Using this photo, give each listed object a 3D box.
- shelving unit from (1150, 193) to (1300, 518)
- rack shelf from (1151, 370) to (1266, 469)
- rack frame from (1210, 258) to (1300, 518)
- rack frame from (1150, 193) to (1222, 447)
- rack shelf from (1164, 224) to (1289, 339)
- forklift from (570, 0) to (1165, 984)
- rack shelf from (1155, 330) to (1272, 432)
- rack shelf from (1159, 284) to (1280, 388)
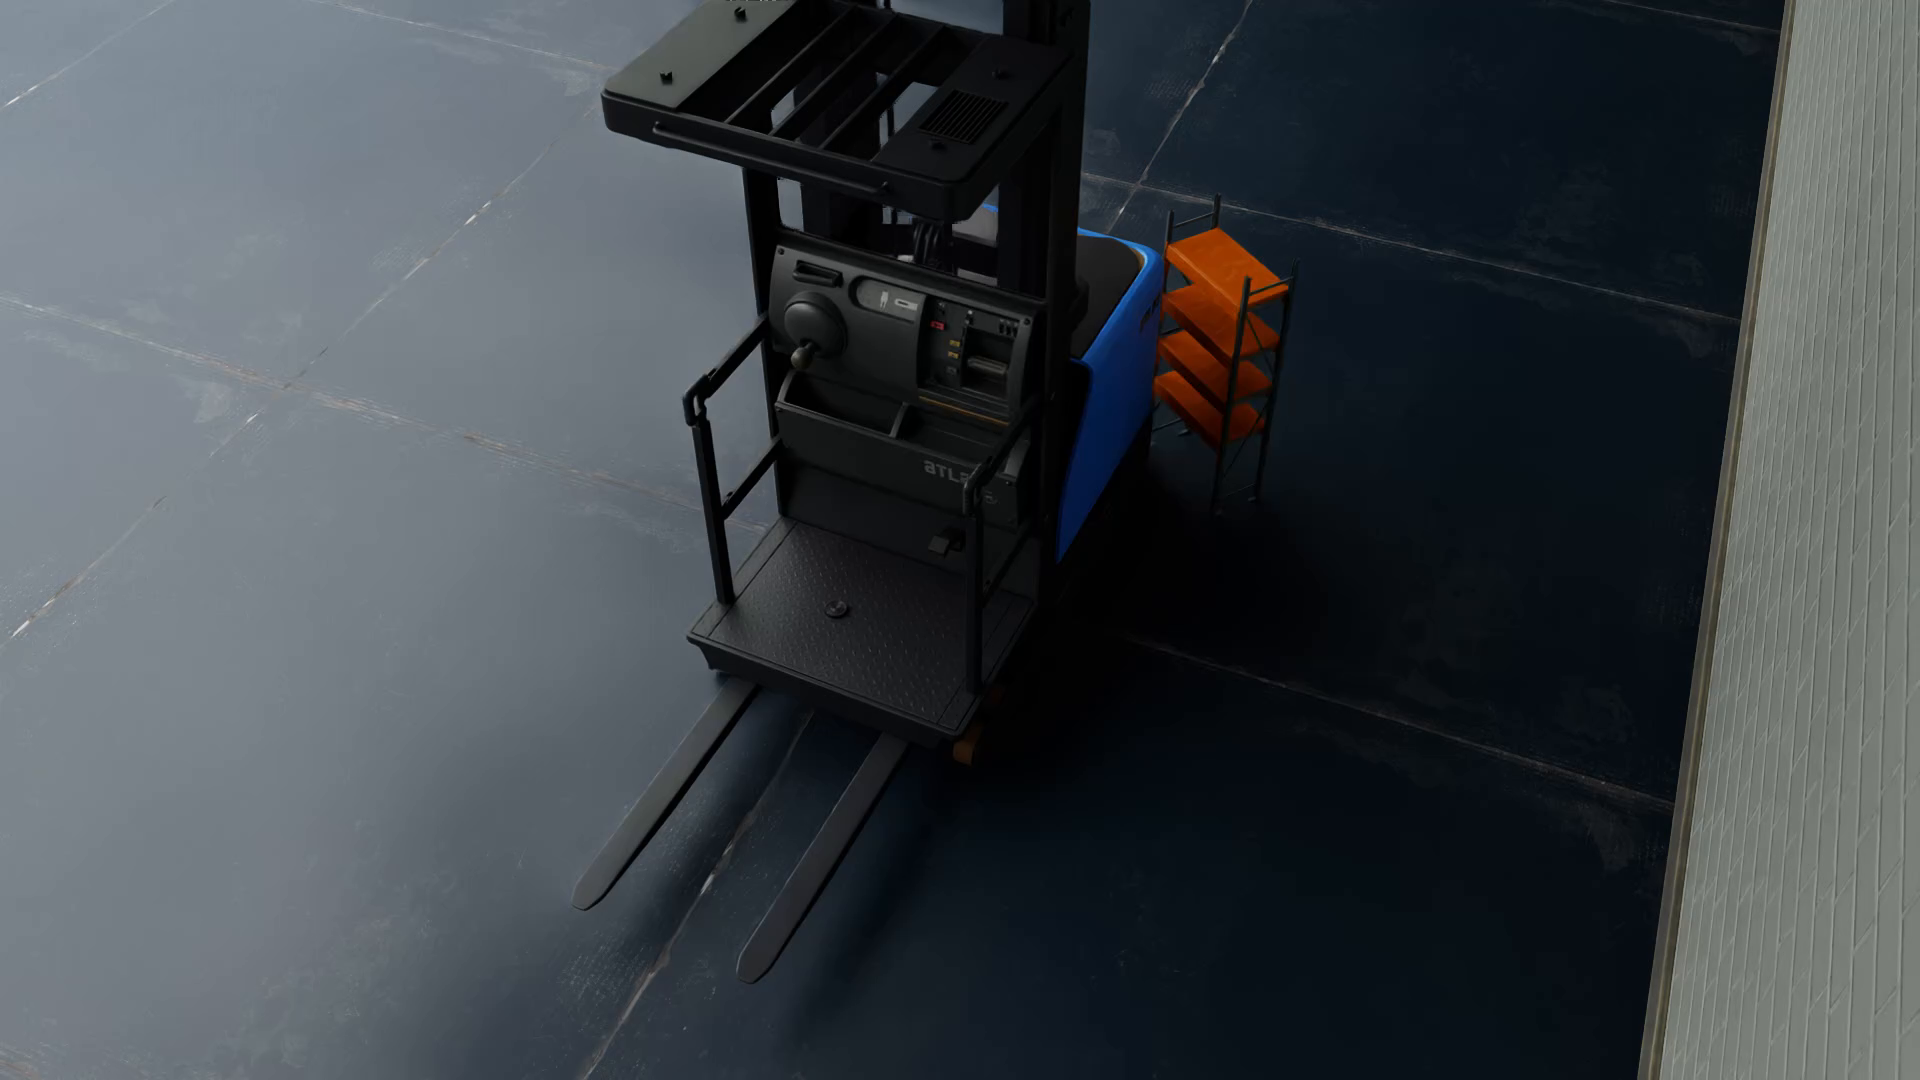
[{"bbox_3d":[1.017,-0.712,6.615,0.258,1.200,0.503,-22,49,-20],"label":"shelving unit"},{"bbox_3d":[1.017,-0.524,6.803,0.258,0.148,0.480,-22,49,-20],"label":"rack shelf"},{"bbox_3d":[1.136,-0.563,6.464,0.240,1.200,0.015,-22,49,-20],"label":"rack frame"},{"bbox_3d":[0.897,-0.862,6.766,0.240,1.200,0.015,-22,49,-20],"label":"rack frame"},{"bbox_3d":[1.016,-0.991,6.338,0.258,0.148,0.480,-22,49,-20],"label":"rack shelf"},{"bbox_3d":[-0.289,-0.591,5.266,1.130,2.935,3.031,18,48,18],"label":"forklift"},{"bbox_3d":[1.017,-0.665,6.663,0.258,0.148,0.480,-22,49,-20],"label":"rack shelf"},{"bbox_3d":[1.016,-0.823,6.505,0.258,0.148,0.480,-22,49,-20],"label":"rack shelf"}]
